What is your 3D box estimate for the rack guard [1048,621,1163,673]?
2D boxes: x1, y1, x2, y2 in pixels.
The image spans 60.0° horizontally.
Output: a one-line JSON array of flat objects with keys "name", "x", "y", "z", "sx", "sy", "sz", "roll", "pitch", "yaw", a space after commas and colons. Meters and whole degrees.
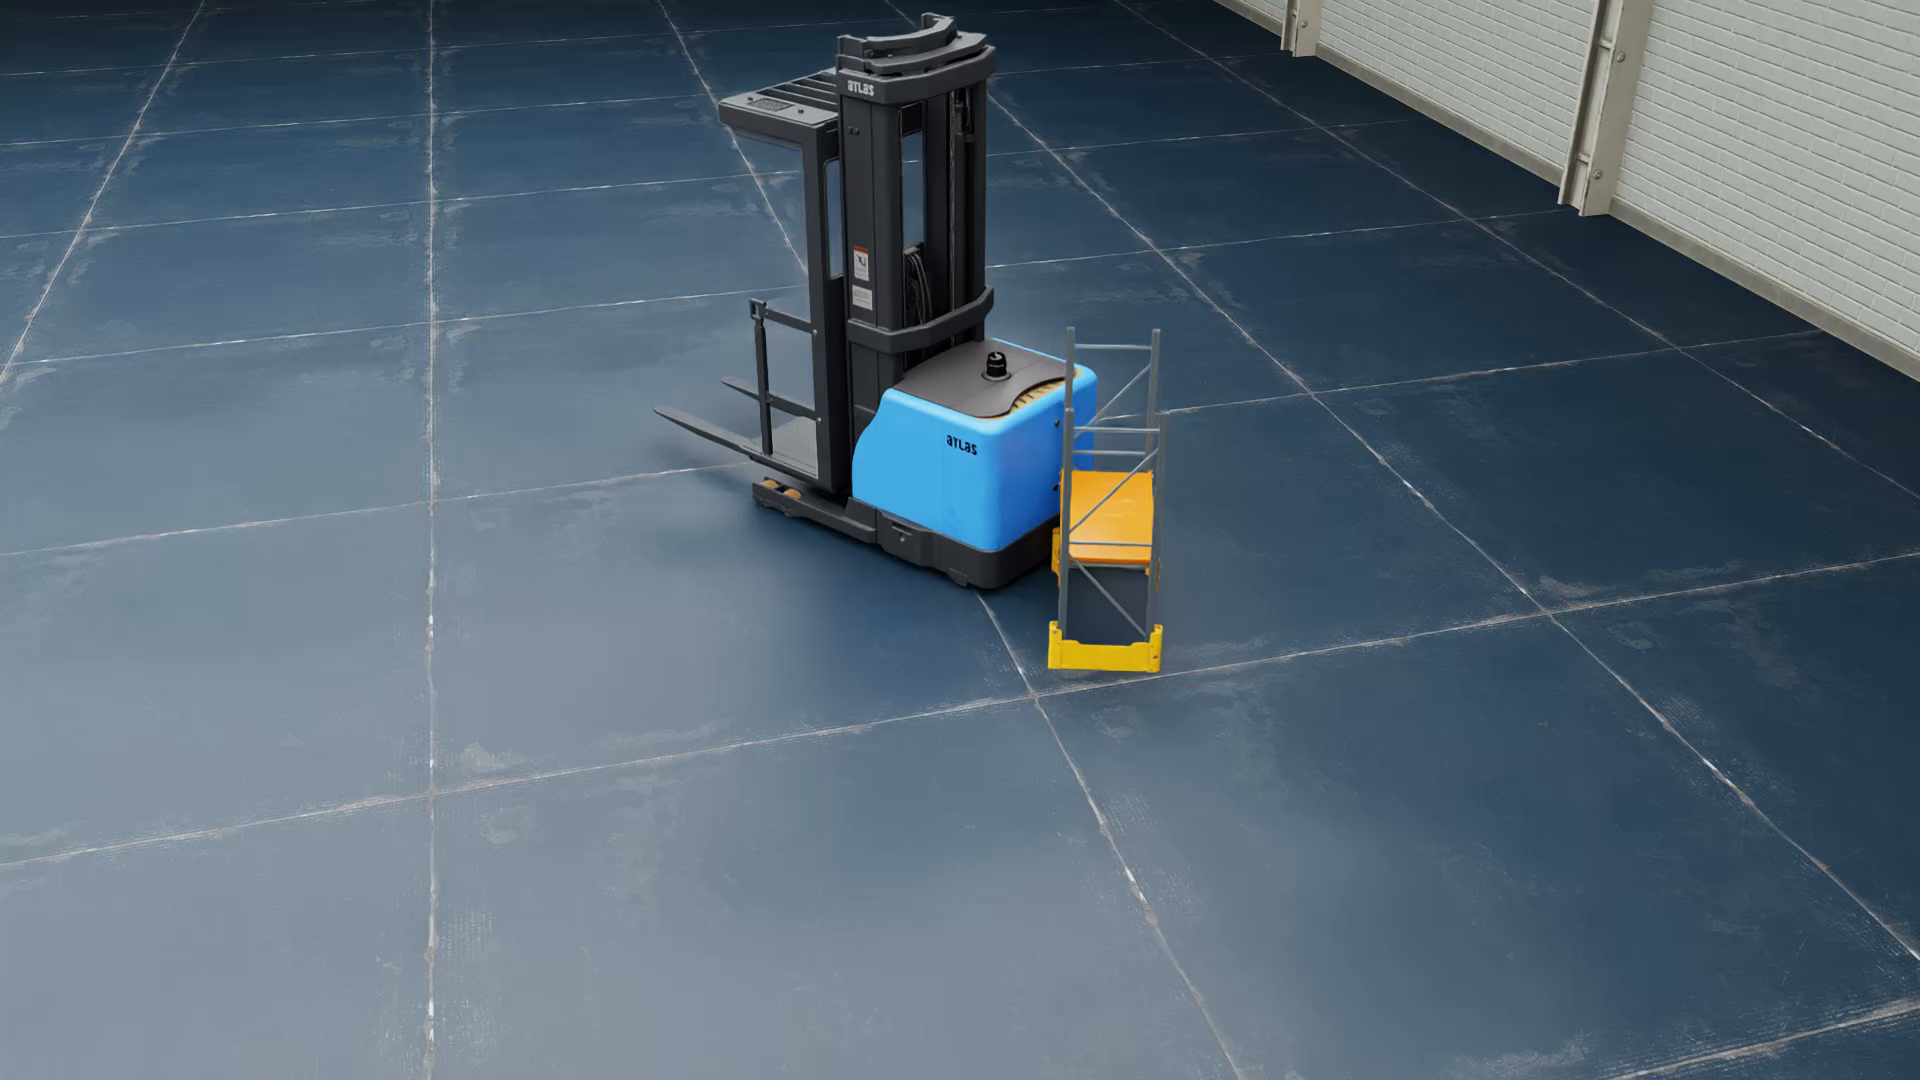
[{"name": "rack guard", "x": 0.763, "y": 0.563, "z": 8.758, "sx": 0.587, "sy": 0.250, "sz": 0.087, "roll": 2, "pitch": 30, "yaw": 3}]

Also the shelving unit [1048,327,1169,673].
[{"name": "shelving unit", "x": 0.795, "y": -0.226, "z": 8.875, "sx": 0.587, "sy": 1.500, "sz": 1.083, "roll": 2, "pitch": 30, "yaw": 3}]

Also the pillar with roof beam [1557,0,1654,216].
[{"name": "pillar with roof beam", "x": 1.568, "y": -6.365, "z": 11.995, "sx": 9.100, "sy": 9.000, "sz": 0.400, "roll": -8, "pitch": 31, "yaw": -13}]

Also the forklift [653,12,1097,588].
[{"name": "forklift", "x": -0.657, "y": -1.595, "z": 9.810, "sx": 3.031, "sy": 2.935, "sz": 1.130, "roll": 22, "pitch": 37, "yaw": 33}]

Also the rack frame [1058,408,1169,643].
[{"name": "rack frame", "x": 0.763, "y": 0.023, "z": 8.444, "sx": 0.500, "sy": 1.500, "sz": 0.032, "roll": 2, "pitch": 30, "yaw": 3}]

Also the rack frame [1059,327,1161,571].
[{"name": "rack frame", "x": 0.828, "y": -0.485, "z": 9.322, "sx": 0.500, "sy": 1.500, "sz": 0.032, "roll": 2, "pitch": 30, "yaw": 3}]

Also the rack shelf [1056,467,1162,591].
[{"name": "rack shelf", "x": 0.795, "y": -0.075, "z": 8.973, "sx": 0.538, "sy": 0.185, "sz": 1.000, "roll": 2, "pitch": 30, "yaw": 3}]

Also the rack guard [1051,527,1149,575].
[{"name": "rack guard", "x": 0.826, "y": 0.065, "z": 9.618, "sx": 0.587, "sy": 0.250, "sz": 0.087, "roll": 2, "pitch": 30, "yaw": 3}]

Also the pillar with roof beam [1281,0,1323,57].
[{"name": "pillar with roof beam", "x": -0.024, "y": -9.263, "z": 17.001, "sx": 9.100, "sy": 9.000, "sz": 0.400, "roll": -8, "pitch": 31, "yaw": -13}]
